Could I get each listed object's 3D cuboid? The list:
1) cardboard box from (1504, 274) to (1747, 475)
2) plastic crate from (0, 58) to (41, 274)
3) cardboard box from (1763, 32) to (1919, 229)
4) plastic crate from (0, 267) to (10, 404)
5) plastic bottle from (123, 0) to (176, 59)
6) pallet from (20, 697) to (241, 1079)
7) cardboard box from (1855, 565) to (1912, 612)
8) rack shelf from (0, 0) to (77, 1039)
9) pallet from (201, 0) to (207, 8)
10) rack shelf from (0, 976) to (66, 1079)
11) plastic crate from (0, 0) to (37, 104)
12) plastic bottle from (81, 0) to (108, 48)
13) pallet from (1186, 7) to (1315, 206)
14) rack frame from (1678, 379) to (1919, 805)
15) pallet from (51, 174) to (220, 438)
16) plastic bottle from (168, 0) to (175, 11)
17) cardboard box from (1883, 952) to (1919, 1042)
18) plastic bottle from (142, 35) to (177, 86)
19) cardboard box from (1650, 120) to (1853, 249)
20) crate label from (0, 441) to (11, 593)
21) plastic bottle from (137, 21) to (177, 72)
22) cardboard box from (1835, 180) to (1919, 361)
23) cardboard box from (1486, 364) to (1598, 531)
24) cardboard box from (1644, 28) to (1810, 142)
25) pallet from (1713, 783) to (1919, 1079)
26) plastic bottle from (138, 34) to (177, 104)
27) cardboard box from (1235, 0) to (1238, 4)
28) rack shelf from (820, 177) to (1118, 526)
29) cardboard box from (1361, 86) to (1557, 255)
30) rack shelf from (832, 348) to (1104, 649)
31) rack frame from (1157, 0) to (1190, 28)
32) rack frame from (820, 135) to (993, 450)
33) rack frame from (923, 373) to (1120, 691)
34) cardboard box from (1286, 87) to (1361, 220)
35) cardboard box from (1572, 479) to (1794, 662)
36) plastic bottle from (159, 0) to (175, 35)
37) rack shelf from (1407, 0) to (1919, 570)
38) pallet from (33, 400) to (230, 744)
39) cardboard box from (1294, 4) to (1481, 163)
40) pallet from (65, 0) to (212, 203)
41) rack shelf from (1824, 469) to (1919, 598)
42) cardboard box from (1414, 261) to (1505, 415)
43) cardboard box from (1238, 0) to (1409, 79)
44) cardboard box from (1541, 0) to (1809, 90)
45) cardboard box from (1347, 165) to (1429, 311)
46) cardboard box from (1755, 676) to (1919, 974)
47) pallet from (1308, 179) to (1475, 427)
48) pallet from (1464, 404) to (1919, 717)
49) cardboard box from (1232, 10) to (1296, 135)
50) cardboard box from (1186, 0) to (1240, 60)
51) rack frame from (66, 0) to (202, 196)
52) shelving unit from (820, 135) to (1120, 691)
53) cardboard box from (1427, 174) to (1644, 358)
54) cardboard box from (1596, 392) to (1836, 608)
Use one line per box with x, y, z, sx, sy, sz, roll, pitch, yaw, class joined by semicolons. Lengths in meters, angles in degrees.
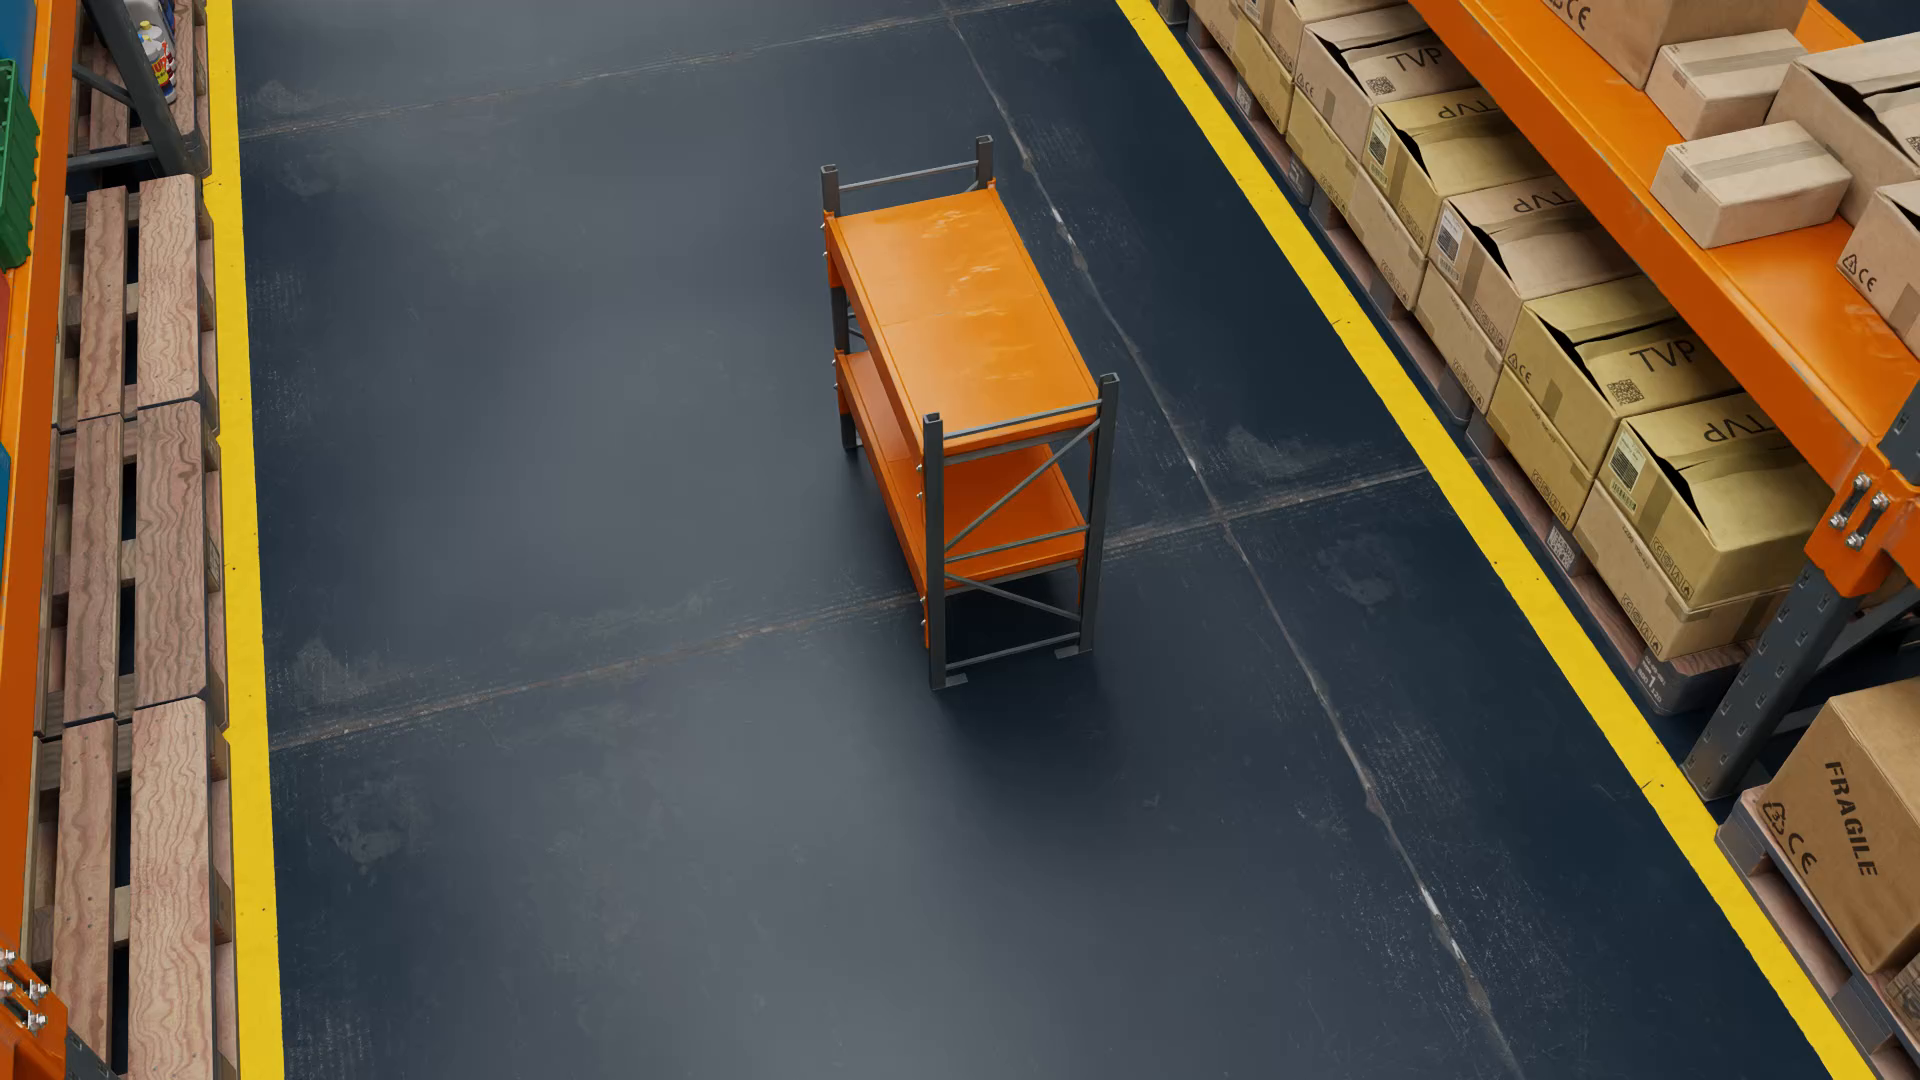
1.979;-0.524;4.887;0.500;0.311;0.500;-14;51;-12;cardboard box
-2.602;-0.917;4.200;0.450;0.188;0.662;-13;51;-11;plastic crate
2.450;-1.057;4.238;0.500;0.311;0.500;-14;51;-11;cardboard box
-2.389;-0.542;3.703;0.402;0.464;0.583;-13;51;-11;plastic crate
-3.184;-2.019;6.484;0.152;0.276;0.135;-12;51;-10;plastic bottle
-2.396;1.052;4.225;1.003;0.211;1.213;-13;51;-11;pallet
2.655;-0.087;4.885;0.500;0.250;0.500;-13;51;-11;cardboard box
-2.795;-0.501;4.181;1.077;0.370;4.000;-13;51;-11;rack shelf
-3.910;-2.687;7.377;1.003;0.211;1.213;-13;51;-11;pallet
-1.612;2.421;1.718;1.077;0.370;4.000;-13;51;-11;rack shelf
-2.763;-1.453;4.523;0.392;0.384;0.575;-13;51;-11;plastic crate
-3.366;-2.132;6.530;0.144;0.351;0.185;-13;51;-11;plastic bottle
1.602;-1.883;6.699;1.003;0.211;1.213;-13;51;-11;pallet
2.529;-0.389;3.616;1.000;3.000;0.127;-13;51;-11;rack frame
-3.117;-0.730;5.727;1.003;0.211;1.213;-13;51;-11;pallet
-3.285;-2.303;6.674;0.144;0.351;0.185;-15;52;-13;plastic bottle
2.551;1.053;3.748;0.500;0.500;0.500;-15;51;-12;cardboard box
-3.092;-1.839;6.381;0.097;0.201;0.097;0;50;0;plastic bottle
1.999;-0.903;4.213;0.380;0.149;0.250;-13;51;-11;cardboard box
-2.239;-0.070;3.324;0.502;0.435;0.616;-13;51;-11;crate label
-3.122;-1.914;6.444;0.097;0.201;0.097;0;50;0;plastic bottle
2.464;-0.636;3.882;0.500;0.311;0.500;-10;51;-9;cardboard box
1.985;-0.343;5.101;0.500;0.250;0.500;-14;51;-11;cardboard box
2.098;-1.227;4.487;0.380;0.149;0.250;-10;51;-8;cardboard box
2.714;1.064;4.215;1.003;0.211;1.213;-13;51;-11;pallet
-3.062;-1.788;6.292;0.097;0.271;0.097;0;50;0;plastic bottle
1.231;-2.382;6.453;0.500;0.311;0.500;-13;51;-11;cardboard box
0.002;-0.546;4.592;0.538;0.278;1.000;-13;51;-11;rack shelf
1.687;-1.260;5.507;0.500;0.311;0.500;-12;51;-10;cardboard box
0.002;-0.200;5.003;0.538;0.278;1.000;-13;51;-11;rack shelf
1.347;-3.311;6.079;1.000;3.000;0.127;-13;51;-11;rack frame
-0.148;-0.729;5.129;0.500;1.125;0.032;-13;51;-11;rack frame
0.152;0.014;4.503;0.500;1.125;0.032;-13;51;-11;rack frame
1.535;-1.458;6.041;0.500;0.250;0.500;-15;51;-12;cardboard box
2.141;0.033;4.784;0.500;0.250;0.500;-12;51;-10;cardboard box
-3.229;-2.165;6.558;0.144;0.351;0.185;-12;51;-10;plastic bottle
1.938;-1.618;5.123;1.077;0.370;4.000;-13;51;-11;rack shelf
-2.753;0.163;4.975;1.003;0.211;1.213;-13;51;-11;pallet
1.528;-1.638;5.826;0.500;0.311;0.500;-15;51;-12;cardboard box
-3.545;-1.795;6.625;1.003;0.211;1.213;-13;51;-11;pallet
3.121;1.303;2.660;1.077;0.370;4.000;-13;51;-11;rack shelf
1.839;-0.711;5.411;0.500;0.250;0.500;-12;51;-10;cardboard box
1.374;-2.015;6.144;0.500;0.311;0.500;-14;51;-11;cardboard box
2.018;-1.643;4.608;0.500;0.500;0.500;-16;52;-13;cardboard box
1.684;-1.086;5.727;0.500;0.250;0.500;-12;51;-10;cardboard box
2.391;0.672;4.069;0.500;0.500;0.500;-11;51;-9;cardboard box
1.966;-0.990;5.946;1.003;0.211;1.213;-13;51;-11;pallet
2.323;-0.100;5.197;1.003;0.211;1.213;-13;51;-11;pallet
1.379;-1.835;6.359;0.500;0.250;0.500;-12;51;-10;cardboard box
1.229;-2.209;6.674;0.500;0.250;0.500;-14;51;-12;cardboard box
-3.386;-2.193;5.137;1.000;3.000;0.127;-13;51;-11;rack frame
0.002;-0.358;4.816;0.538;1.125;1.048;-13;51;-11;shelving unit
1.833;-0.893;5.198;0.500;0.311;0.500;-14;51;-11;cardboard box
2.139;-0.146;4.568;0.500;0.311;0.500;-12;51;-10;cardboard box
